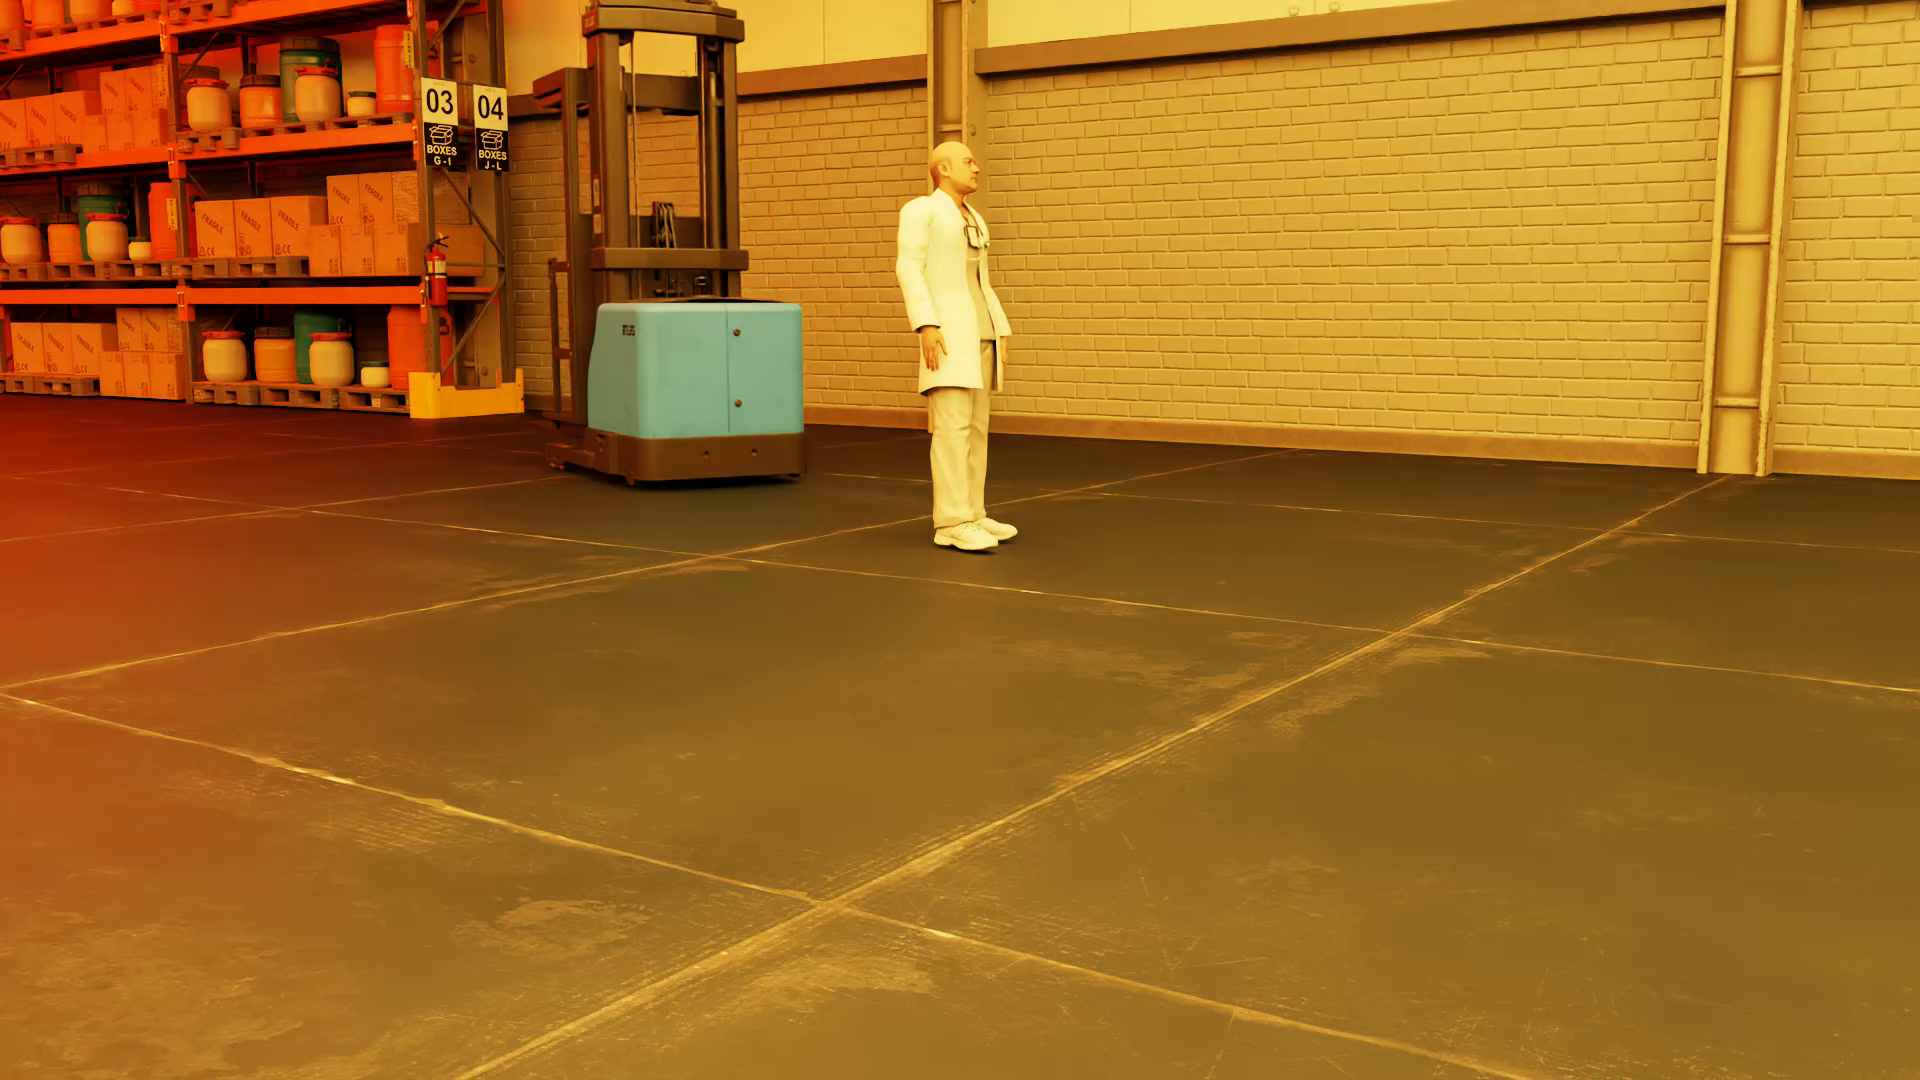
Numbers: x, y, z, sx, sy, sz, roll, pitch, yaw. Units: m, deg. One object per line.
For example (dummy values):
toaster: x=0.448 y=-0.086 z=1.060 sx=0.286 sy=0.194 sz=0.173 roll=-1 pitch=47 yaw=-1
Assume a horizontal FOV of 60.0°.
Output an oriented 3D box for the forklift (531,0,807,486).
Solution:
forklift: x=-2.079 y=-1.931 z=10.772 sx=1.130 sy=2.935 sz=3.031 roll=-5 pitch=9 yaw=-29

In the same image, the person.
person: x=0.074 y=-0.879 z=7.424 sx=0.578 sy=1.777 sz=0.696 roll=5 pitch=10 yaw=34
